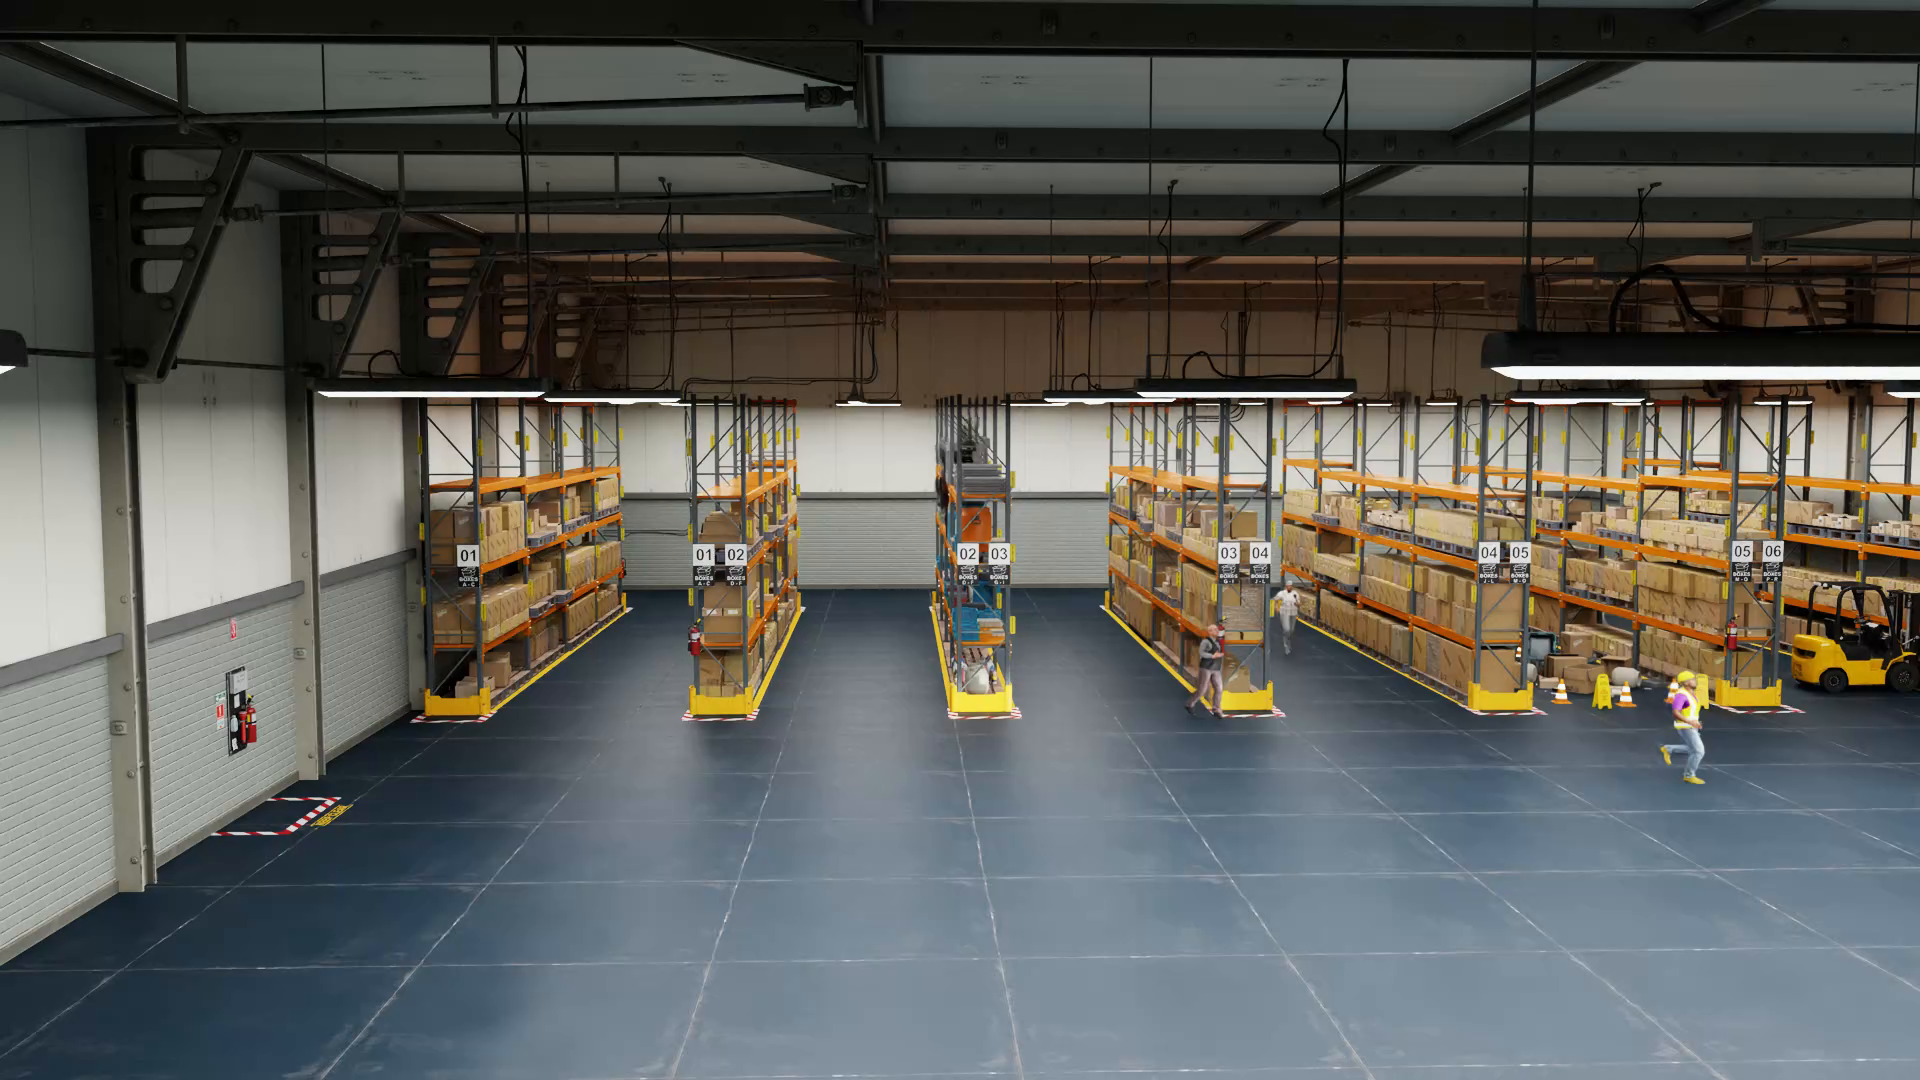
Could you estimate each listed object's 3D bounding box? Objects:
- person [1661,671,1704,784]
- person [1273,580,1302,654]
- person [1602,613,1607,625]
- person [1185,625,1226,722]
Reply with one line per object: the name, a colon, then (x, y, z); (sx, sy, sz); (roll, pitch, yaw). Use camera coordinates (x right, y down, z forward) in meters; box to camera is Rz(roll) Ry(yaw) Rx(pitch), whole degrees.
person: (11.148, 2.864, 25.597); (0.635, 1.706, 0.720); (3, 5, 33)
person: (7.733, 1.809, 39.203); (0.582, 1.726, 0.775); (-1, 5, -12)
person: (16.452, 1.468, 42.743); (0.678, 1.817, 0.830); (-1, 5, -12)
person: (4.617, 2.441, 30.781); (0.665, 1.759, 0.851); (-4, 6, -42)
